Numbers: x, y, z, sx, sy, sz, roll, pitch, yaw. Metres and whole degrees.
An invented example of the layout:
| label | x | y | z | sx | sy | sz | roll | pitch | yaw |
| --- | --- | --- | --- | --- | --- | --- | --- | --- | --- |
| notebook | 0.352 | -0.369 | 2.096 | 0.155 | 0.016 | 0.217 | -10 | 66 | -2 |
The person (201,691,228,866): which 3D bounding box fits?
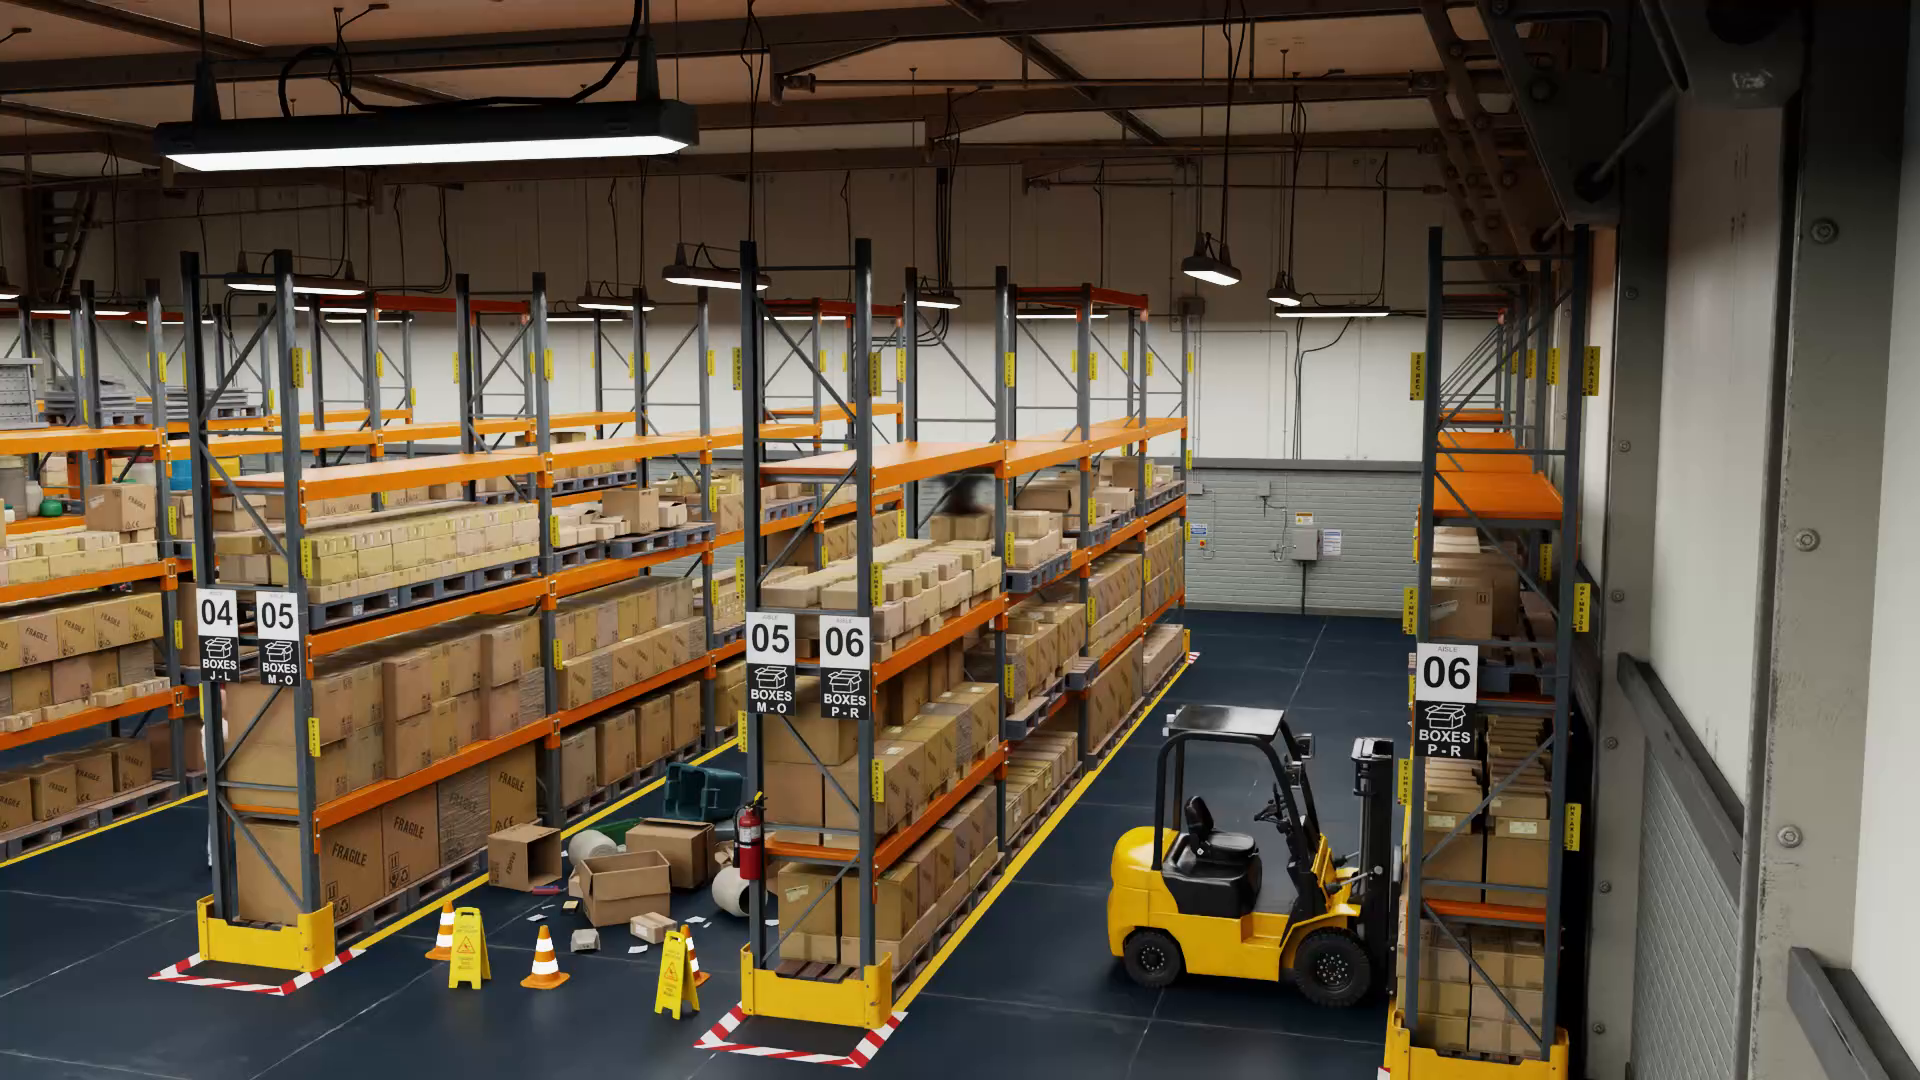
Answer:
| label | x | y | z | sx | sy | sz | roll | pitch | yaw |
| --- | --- | --- | --- | --- | --- | --- | --- | --- | --- |
| person | -7.389 | 2.414 | 16.958 | 0.529 | 1.809 | 0.711 | 4 | 7 | 30 |
